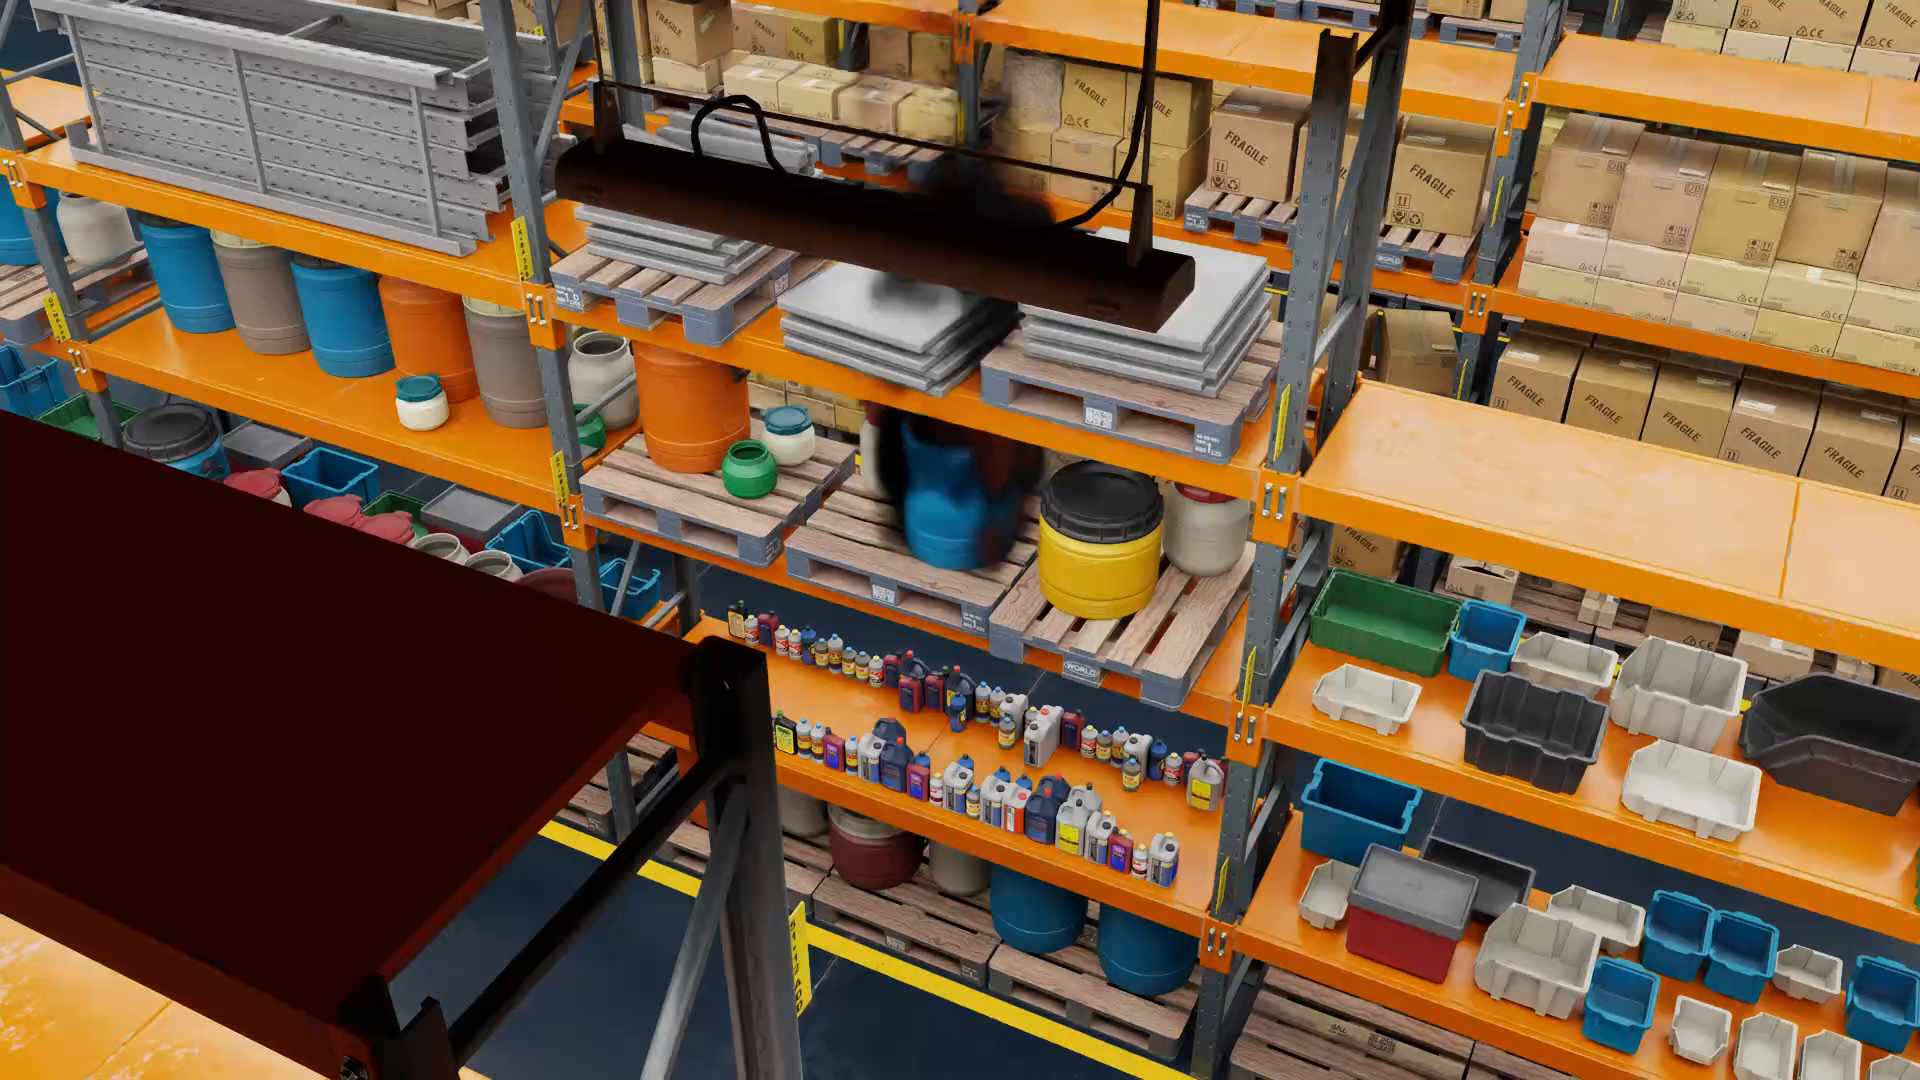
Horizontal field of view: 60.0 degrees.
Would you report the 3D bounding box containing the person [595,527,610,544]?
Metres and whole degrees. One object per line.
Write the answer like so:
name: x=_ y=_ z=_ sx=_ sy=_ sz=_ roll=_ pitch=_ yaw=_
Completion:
person: x=-3.167 y=-0.731 z=13.398 sx=0.567 sy=1.724 sz=0.697 roll=8 pitch=36 yaw=12
